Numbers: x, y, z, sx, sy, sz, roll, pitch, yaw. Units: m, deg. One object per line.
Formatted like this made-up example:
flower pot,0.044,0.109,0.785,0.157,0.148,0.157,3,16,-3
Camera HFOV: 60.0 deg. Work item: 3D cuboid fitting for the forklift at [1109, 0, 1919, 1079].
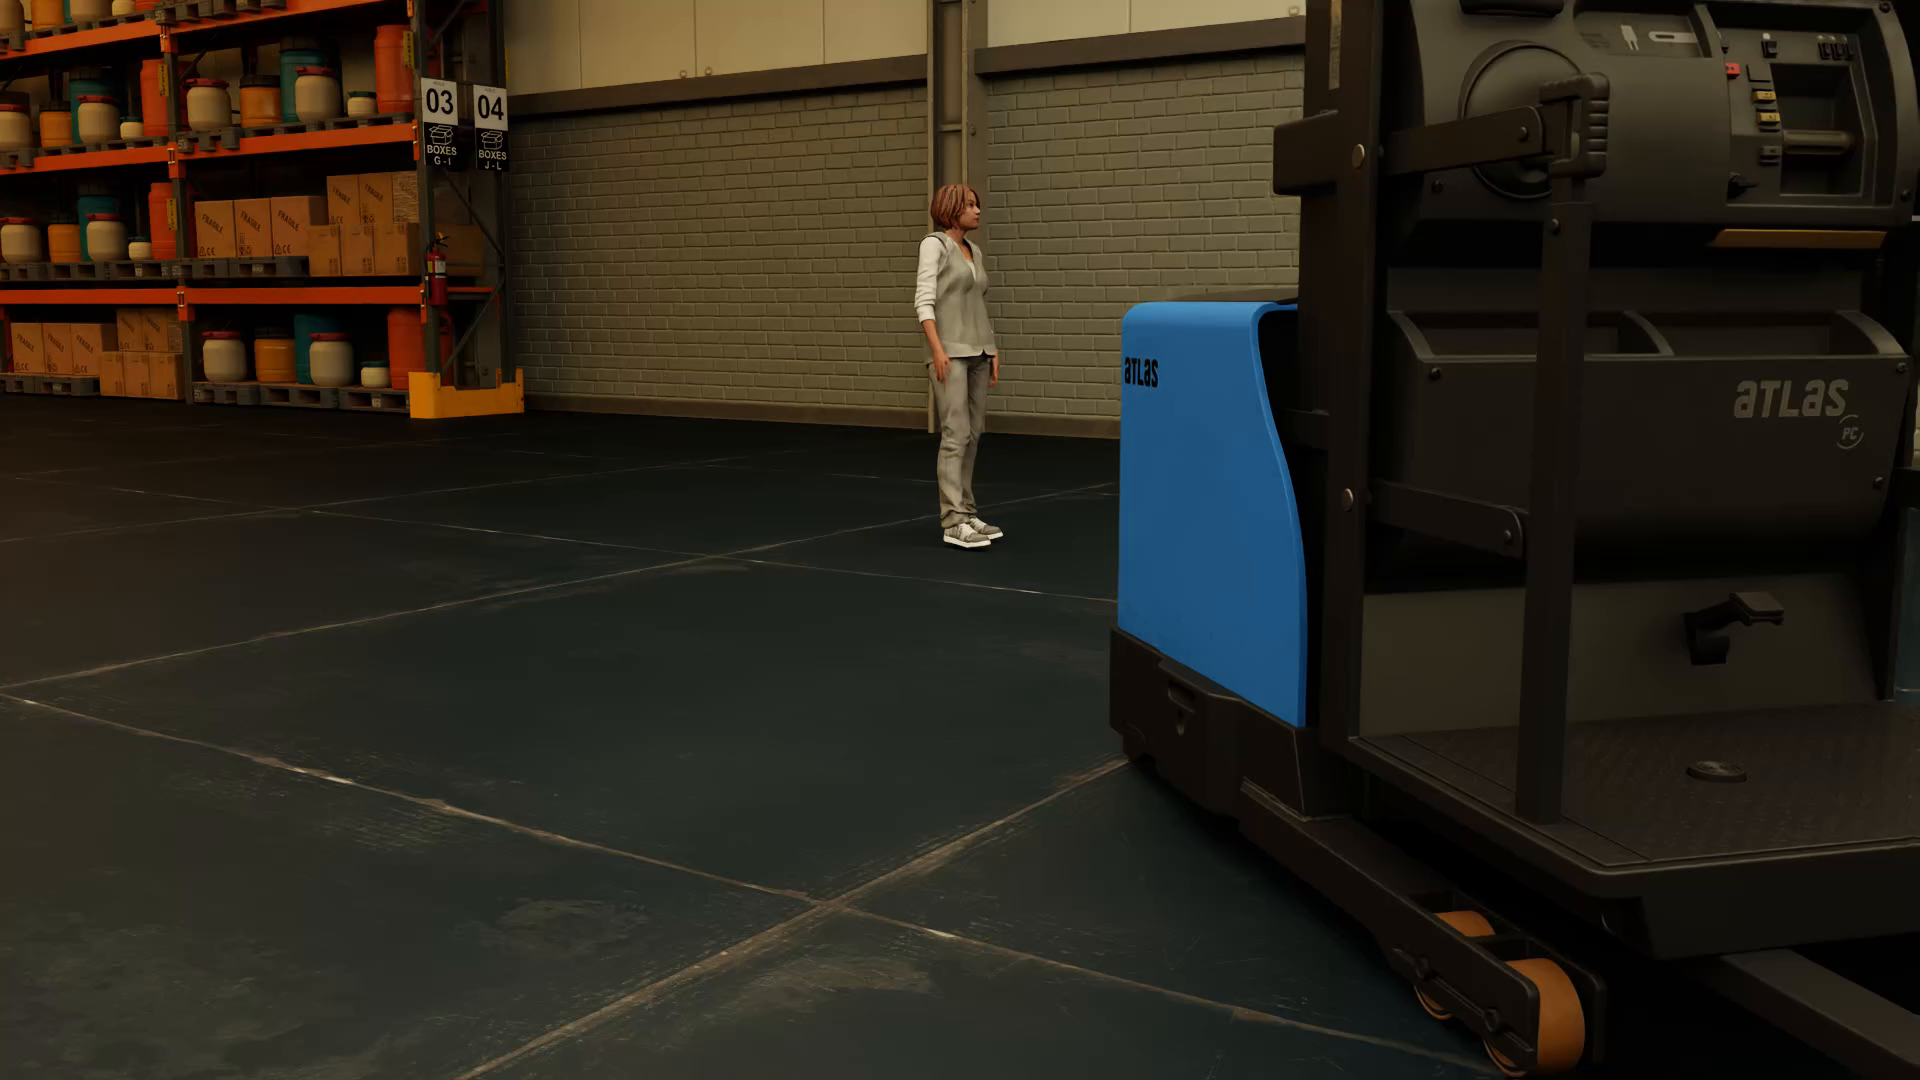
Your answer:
forklift,1.215,-0.759,2.529,1.130,2.935,3.031,-2,8,-14

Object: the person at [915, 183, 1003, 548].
person,0.054,-0.791,7.437,0.473,1.599,0.520,5,10,34
